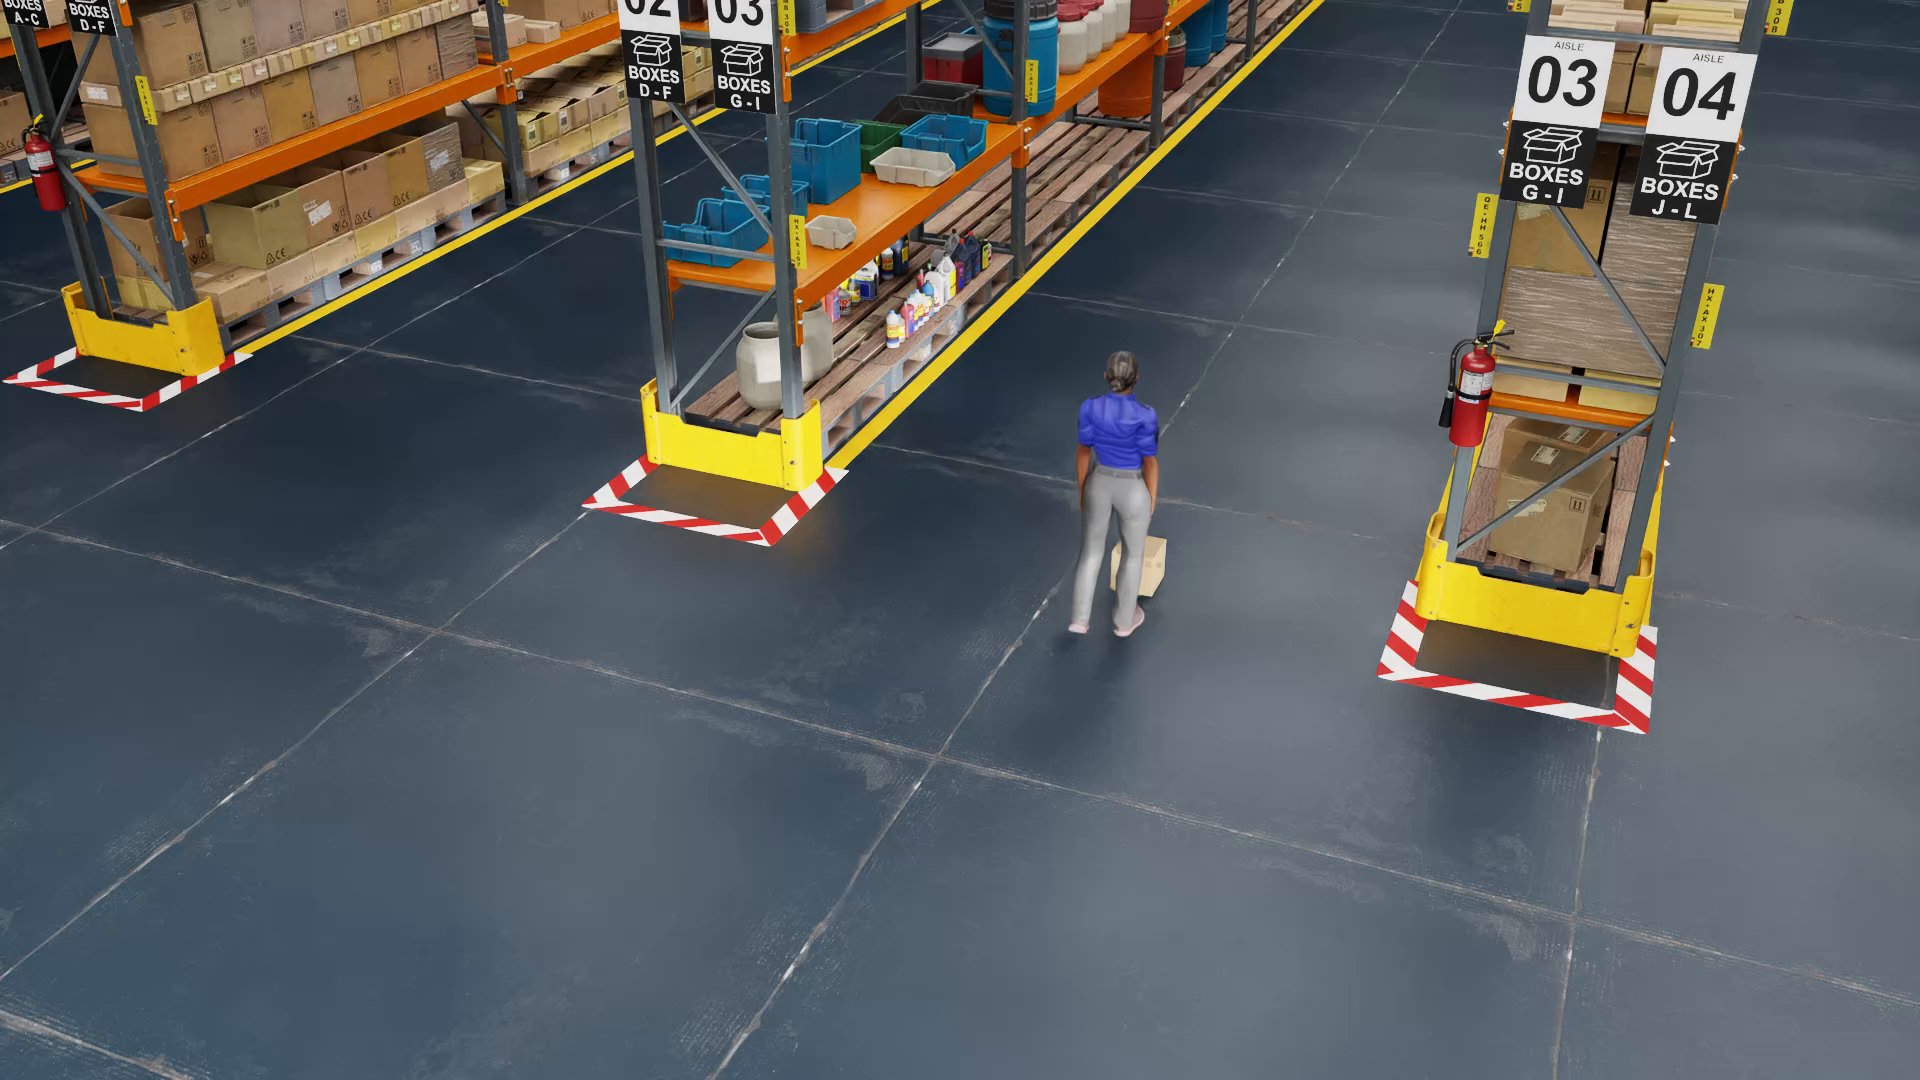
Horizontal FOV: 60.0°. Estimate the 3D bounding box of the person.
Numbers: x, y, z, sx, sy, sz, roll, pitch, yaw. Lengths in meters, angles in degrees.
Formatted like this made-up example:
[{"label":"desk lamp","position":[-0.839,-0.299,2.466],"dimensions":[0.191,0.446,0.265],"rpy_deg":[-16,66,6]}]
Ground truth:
[{"label":"person","position":[0.827,-0.201,8.840],"dimensions":[0.443,1.749,0.390],"rpy_deg":[12,32,20]}]
